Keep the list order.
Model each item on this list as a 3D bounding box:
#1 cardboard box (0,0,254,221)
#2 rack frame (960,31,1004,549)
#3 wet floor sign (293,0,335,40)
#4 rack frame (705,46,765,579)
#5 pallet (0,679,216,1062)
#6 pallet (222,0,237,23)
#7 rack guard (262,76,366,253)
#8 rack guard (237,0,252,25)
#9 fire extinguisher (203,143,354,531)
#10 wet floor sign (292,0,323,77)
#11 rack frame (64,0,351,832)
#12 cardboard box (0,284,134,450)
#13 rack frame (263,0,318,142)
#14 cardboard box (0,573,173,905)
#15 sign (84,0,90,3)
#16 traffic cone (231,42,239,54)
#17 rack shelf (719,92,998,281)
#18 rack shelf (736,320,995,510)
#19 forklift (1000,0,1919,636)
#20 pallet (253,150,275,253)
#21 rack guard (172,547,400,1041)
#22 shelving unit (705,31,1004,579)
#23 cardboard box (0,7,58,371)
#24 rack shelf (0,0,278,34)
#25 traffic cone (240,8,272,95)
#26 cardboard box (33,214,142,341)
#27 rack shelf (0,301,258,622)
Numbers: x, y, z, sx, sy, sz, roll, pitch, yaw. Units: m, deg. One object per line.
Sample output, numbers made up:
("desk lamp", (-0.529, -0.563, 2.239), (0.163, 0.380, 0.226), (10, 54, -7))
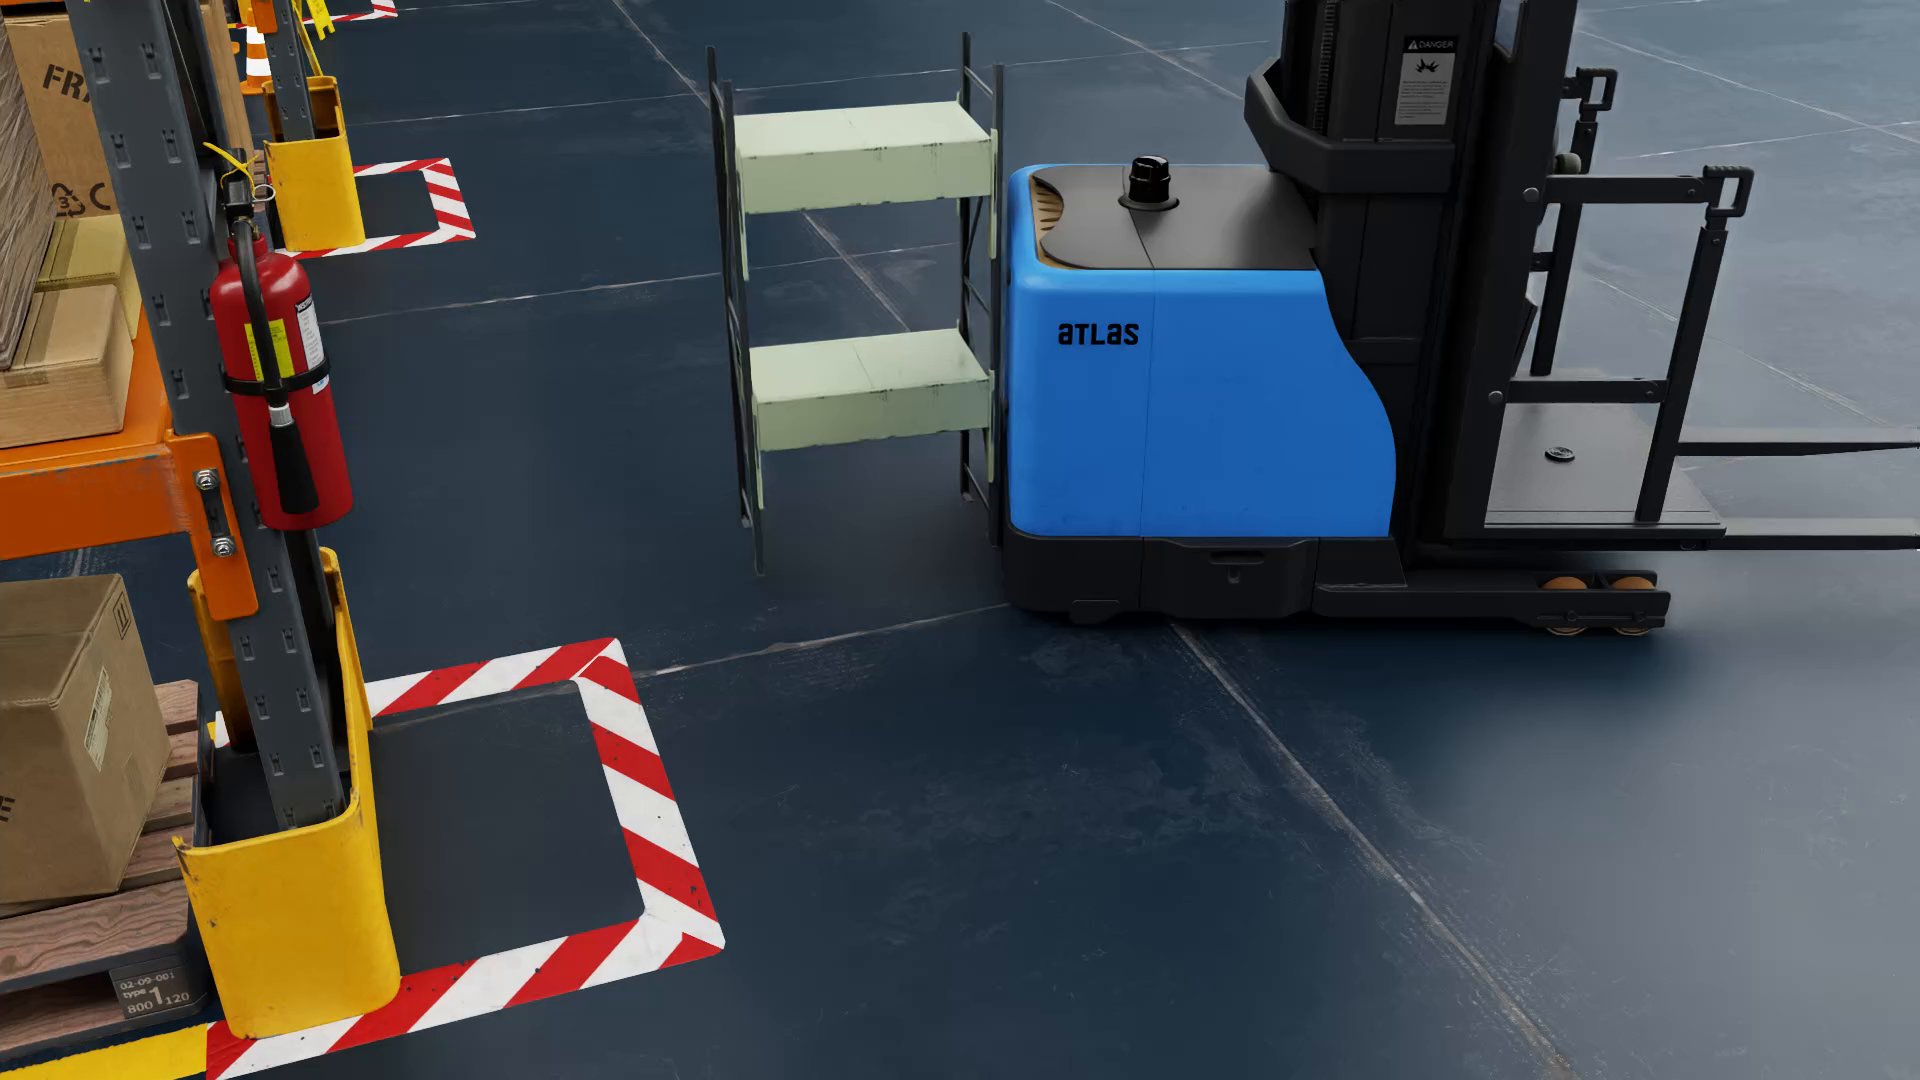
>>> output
("cardboard box", (-3.723, -2.004, 7.460), (0.875, 0.875, 0.875), (-10, 31, -17))
("rack frame", (0.059, -0.720, 4.998), (0.023, 1.500, 0.400), (-7, 30, -12))
("wet floor sign", (-4.380, -3.685, 11.066), (0.232, 0.644, 0.267), (0, 30, 0))
("rack frame", (-0.651, -0.632, 4.844), (0.023, 1.500, 0.400), (-7, 30, -12))
("pallet", (-2.320, 0.775, 3.677), (1.213, 0.211, 1.003), (-10, 31, -18))
("pallet", (-5.776, -3.823, 11.747), (1.213, 0.211, 1.003), (-10, 31, -18))
("rack guard", (-3.088, -1.811, 7.923), (0.348, 0.500, 1.175), (-10, 31, -18))
("rack guard", (-5.002, -4.072, 11.893), (0.348, 0.500, 1.175), (-10, 31, -18))
("fire extinguisher", (-1.208, -0.346, 2.906), (0.183, 0.674, 0.296), (-10, 31, -18))
("wet floor sign", (-3.774, -2.793, 9.501), (0.232, 0.644, 0.267), (-16, 33, -26))
("rack frame", (-1.476, -0.574, 3.227), (0.127, 3.000, 1.000), (-10, 31, -18))
("cardboard box", (-1.671, -0.320, 3.035), (0.250, 0.149, 0.380), (-10, 31, -18))
("rack frame", (-3.110, -2.893, 7.297), (0.127, 3.000, 1.000), (-10, 31, -18))
("cardboard box", (-2.067, 0.430, 3.566), (0.500, 0.500, 0.500), (-5, 30, -8))
("sign", (-1.301, -0.953, 2.404), (0.005, 0.325, 0.100), (-10, 31, -18))
("traffic cone", (-4.884, -3.397, 10.745), (0.334, 0.463, 0.336), (-10, 31, -18))
("rack shelf", (-0.296, -1.015, 4.728), (0.720, 0.370, 0.431), (-7, 30, -12))
("rack shelf", (-0.296, -0.392, 5.082), (0.720, 0.370, 0.431), (-7, 30, -12))
("forklift", (1.647, -1.264, 4.507), (3.031, 2.935, 1.130), (0, 30, 0))
("pallet", (-3.832, -1.507, 7.681), (1.213, 0.211, 1.003), (-10, 31, -18))
("rack guard", (-1.547, 0.525, 3.823), (0.348, 0.500, 1.175), (-10, 31, -18))
("shelving unit", (-0.296, -0.676, 4.921), (0.755, 1.500, 0.431), (-7, 30, -12))
("cardboard box", (-2.001, -0.664, 2.984), (0.500, 0.500, 0.875), (-10, 31, -18))
("rack shelf", (-4.985, -2.235, 6.869), (4.000, 0.370, 1.077), (-10, 31, -18))
("traffic cone", (-4.179, -2.940, 9.944), (0.334, 0.463, 0.336), (-10, 31, -18))
("cardboard box", (-1.826, -0.526, 3.397), (0.250, 0.149, 0.380), (-10, 31, -18))
("rack shelf", (-3.350, 0.084, 2.799), (4.000, 0.370, 1.077), (-10, 31, -18))
